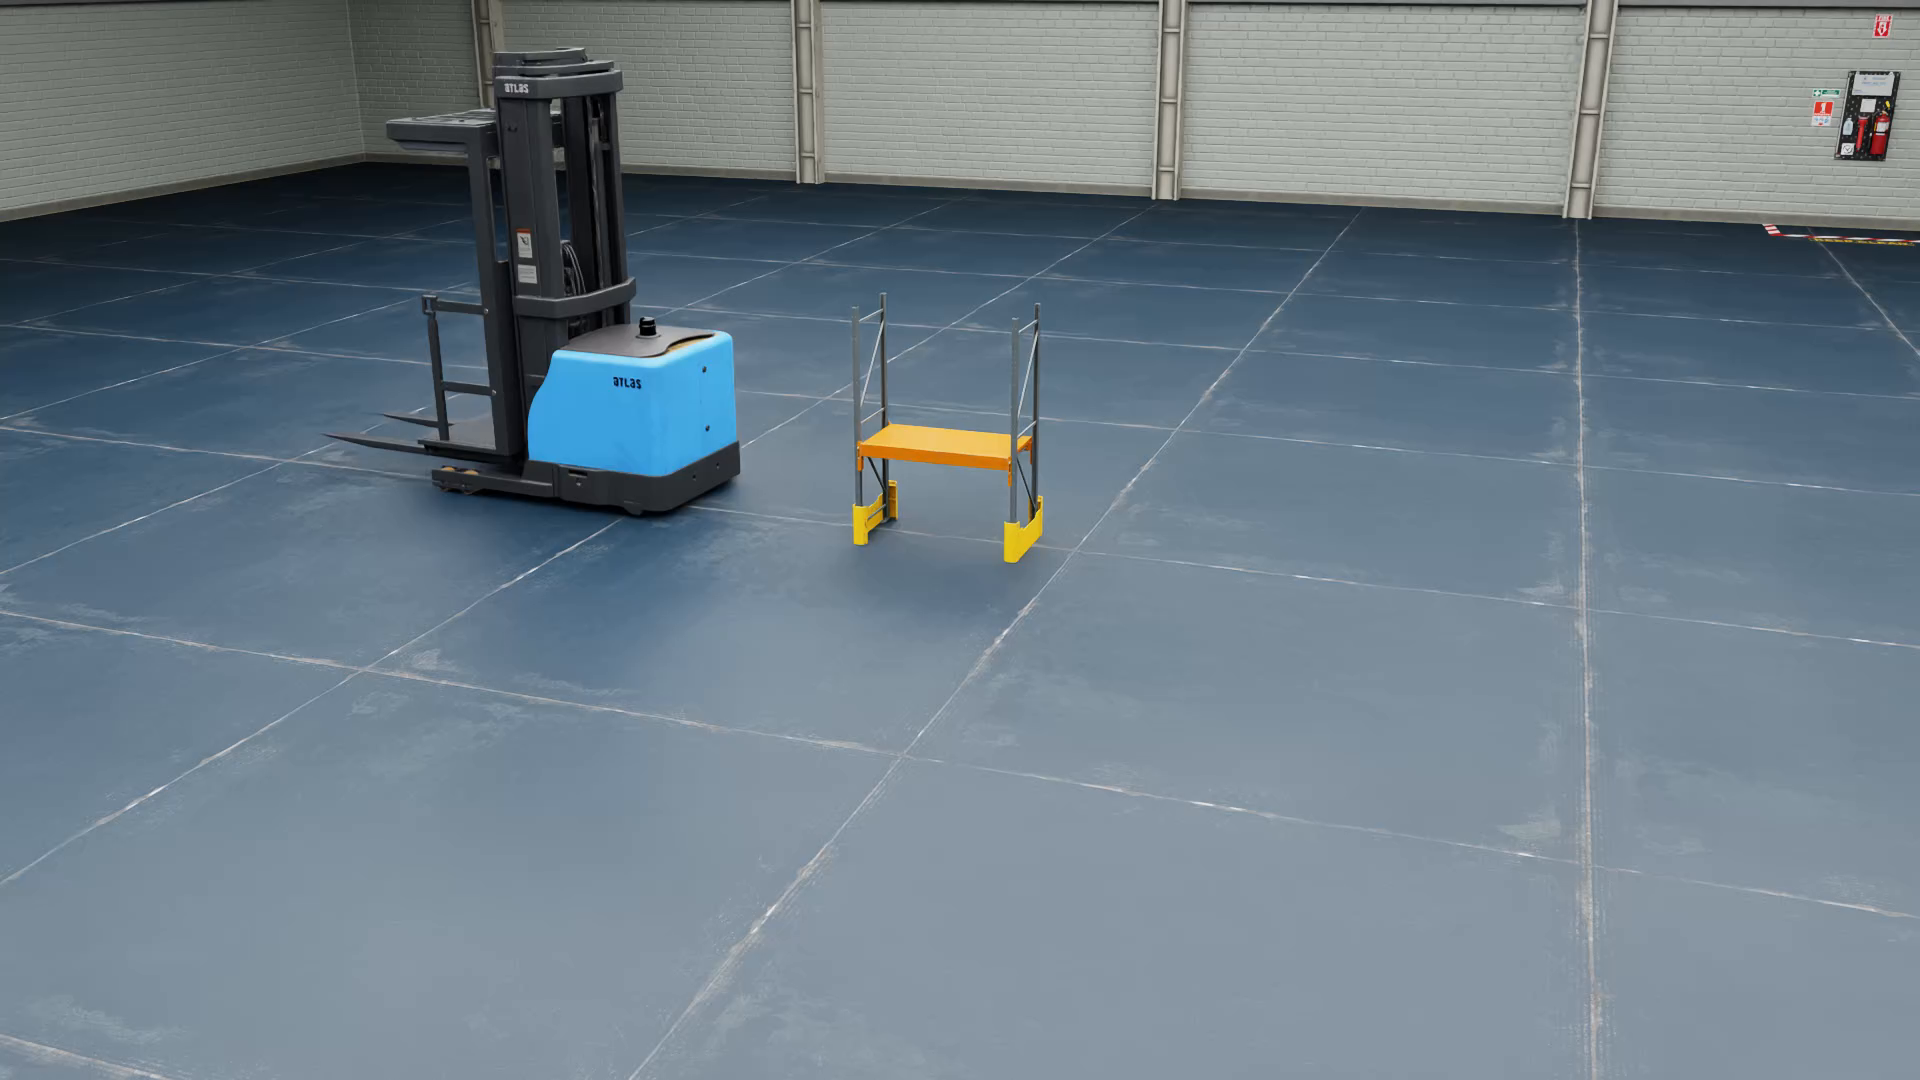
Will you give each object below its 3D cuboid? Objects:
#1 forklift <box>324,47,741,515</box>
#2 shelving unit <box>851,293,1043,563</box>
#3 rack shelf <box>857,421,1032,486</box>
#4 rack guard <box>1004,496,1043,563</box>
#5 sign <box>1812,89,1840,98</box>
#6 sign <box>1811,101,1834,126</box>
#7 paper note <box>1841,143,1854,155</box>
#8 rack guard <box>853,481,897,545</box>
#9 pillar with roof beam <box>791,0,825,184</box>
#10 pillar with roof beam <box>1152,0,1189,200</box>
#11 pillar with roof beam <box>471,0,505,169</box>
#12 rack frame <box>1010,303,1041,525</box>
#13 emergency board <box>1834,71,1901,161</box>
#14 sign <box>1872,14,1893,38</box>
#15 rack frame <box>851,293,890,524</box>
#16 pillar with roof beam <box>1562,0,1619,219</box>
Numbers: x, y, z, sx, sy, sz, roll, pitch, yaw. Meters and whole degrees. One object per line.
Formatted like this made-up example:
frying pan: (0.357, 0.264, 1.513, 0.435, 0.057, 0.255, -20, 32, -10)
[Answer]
forklift: (-3.111, -1.847, 11.422, 3.031, 2.935, 1.130, 8, 21, 22)
shelving unit: (-0.072, -0.716, 10.353, 1.083, 1.500, 0.587, 7, 20, 18)
rack shelf: (-0.081, -0.548, 10.415, 1.000, 0.185, 0.538, 7, 20, 18)
rack guard: (0.398, -0.072, 10.404, 0.087, 0.250, 0.587, 7, 20, 18)
sign: (11.722, -6.044, 22.498, 0.331, 0.109, 0.001, 7, 20, 18)
sign: (11.720, -5.797, 22.594, 0.234, 0.329, 0.001, 7, 20, 18)
paper note: (12.064, -5.313, 22.598, 0.142, 0.148, 0.016, 7, 20, 18)
rack guard: (-0.542, -0.180, 10.713, 0.087, 0.250, 0.587, 7, 20, 18)
pillar with roof beam: (-3.885, -8.848, 22.288, 0.400, 9.000, 9.100, 7, 20, 18)
pillar with roof beam: (1.782, -8.200, 20.428, 0.400, 9.000, 9.100, 7, 20, 18)
pillar with roof beam: (-9.553, -9.496, 24.147, 0.400, 9.000, 9.100, 7, 20, 18)
rack frame: (0.400, -0.663, 10.198, 0.032, 1.500, 0.500, 7, 20, 18)
emergency board: (12.209, -5.688, 22.337, 0.643, 1.169, 0.194, 7, 20, 18)
sign: (12.234, -6.815, 22.047, 0.199, 0.298, 0.001, 7, 20, 18)
rack frame: (-0.561, -0.772, 10.513, 0.032, 1.500, 0.500, 7, 20, 18)
pillar with roof beam: (7.450, -7.552, 18.569, 0.400, 9.000, 9.100, 7, 20, 18)
